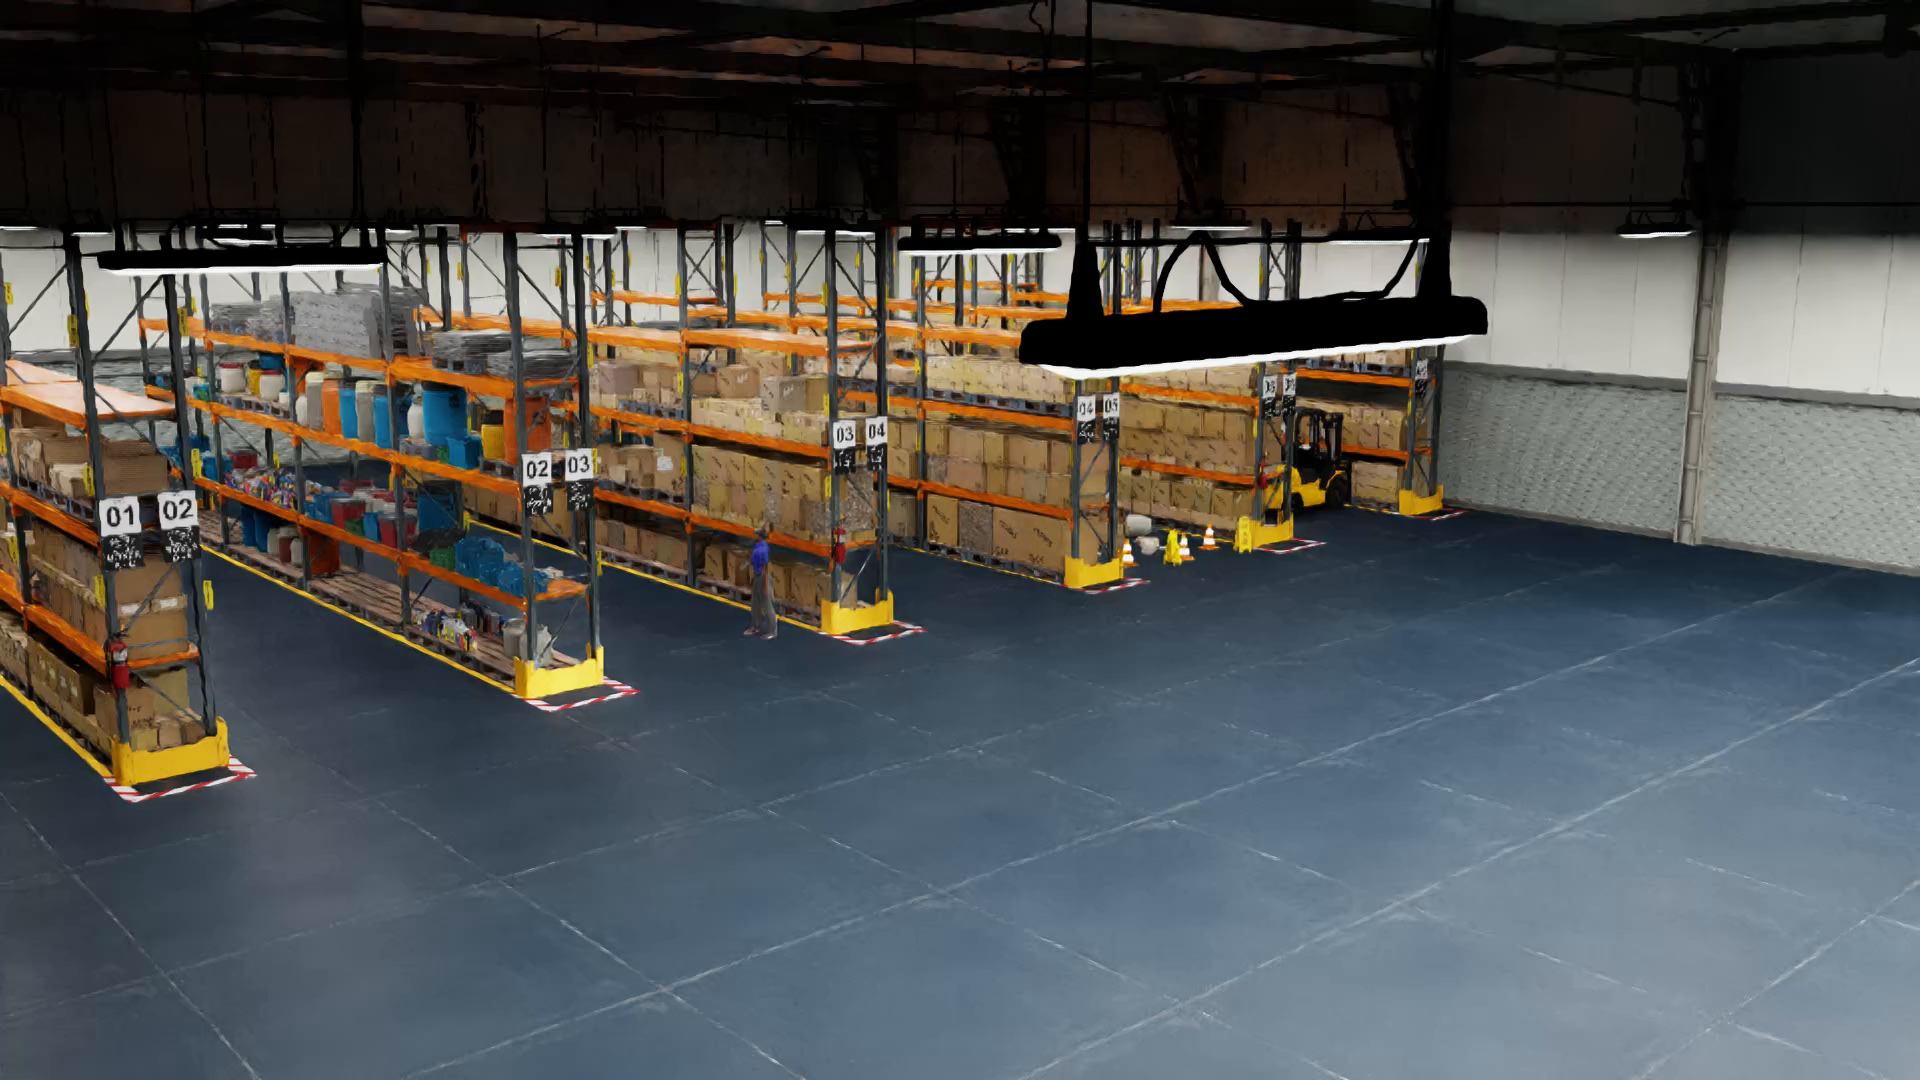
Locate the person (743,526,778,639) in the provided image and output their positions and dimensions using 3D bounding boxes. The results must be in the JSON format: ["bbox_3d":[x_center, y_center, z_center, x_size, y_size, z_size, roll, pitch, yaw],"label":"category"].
[{"bbox_3d":[-2.983,0.611,24.625,0.504,1.658,0.545,-3,12,-15],"label":"person"}]

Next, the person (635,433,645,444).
[{"bbox_3d":[-8.319,-3.100,42.835,0.659,1.791,0.481,2,12,12],"label":"person"}]
